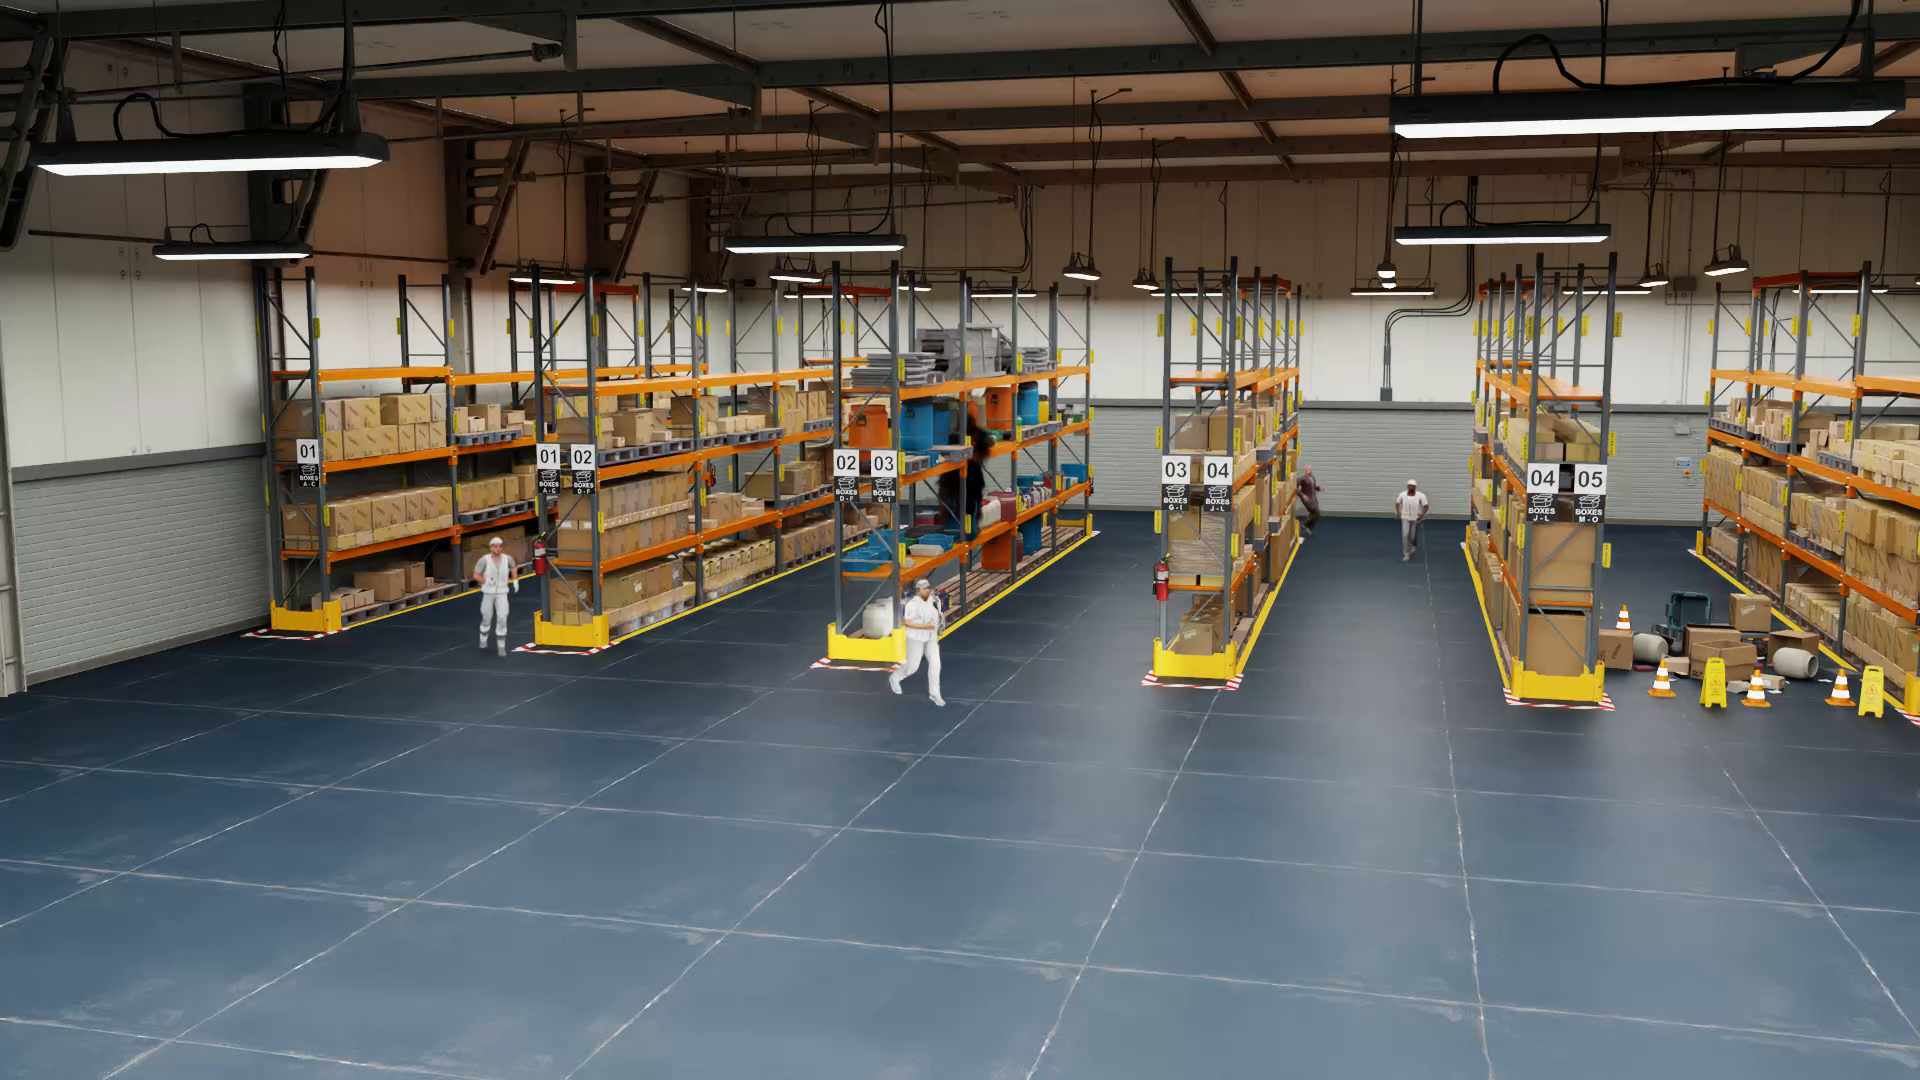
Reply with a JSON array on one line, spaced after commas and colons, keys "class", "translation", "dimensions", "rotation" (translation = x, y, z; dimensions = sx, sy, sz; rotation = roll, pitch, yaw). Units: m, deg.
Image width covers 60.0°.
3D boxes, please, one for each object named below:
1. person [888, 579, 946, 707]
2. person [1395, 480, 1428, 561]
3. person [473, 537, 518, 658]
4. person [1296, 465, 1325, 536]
[{"class": "person", "translation": [-0.538, 1.352, 22.397], "dimensions": [0.615, 1.685, 0.934], "rotation": [-6, 9, -39]}, {"class": "person", "translation": [9.841, -0.449, 36.272], "dimensions": [0.710, 1.760, 0.855], "rotation": [3, 8, 21]}, {"class": "person", "translation": [-7.152, 0.861, 25.675], "dimensions": [0.696, 1.840, 0.803], "rotation": [-3, 8, -25]}, {"class": "person", "translation": [8.470, -0.950, 40.255], "dimensions": [0.666, 1.734, 0.715], "rotation": [6, 9, 37]}]
